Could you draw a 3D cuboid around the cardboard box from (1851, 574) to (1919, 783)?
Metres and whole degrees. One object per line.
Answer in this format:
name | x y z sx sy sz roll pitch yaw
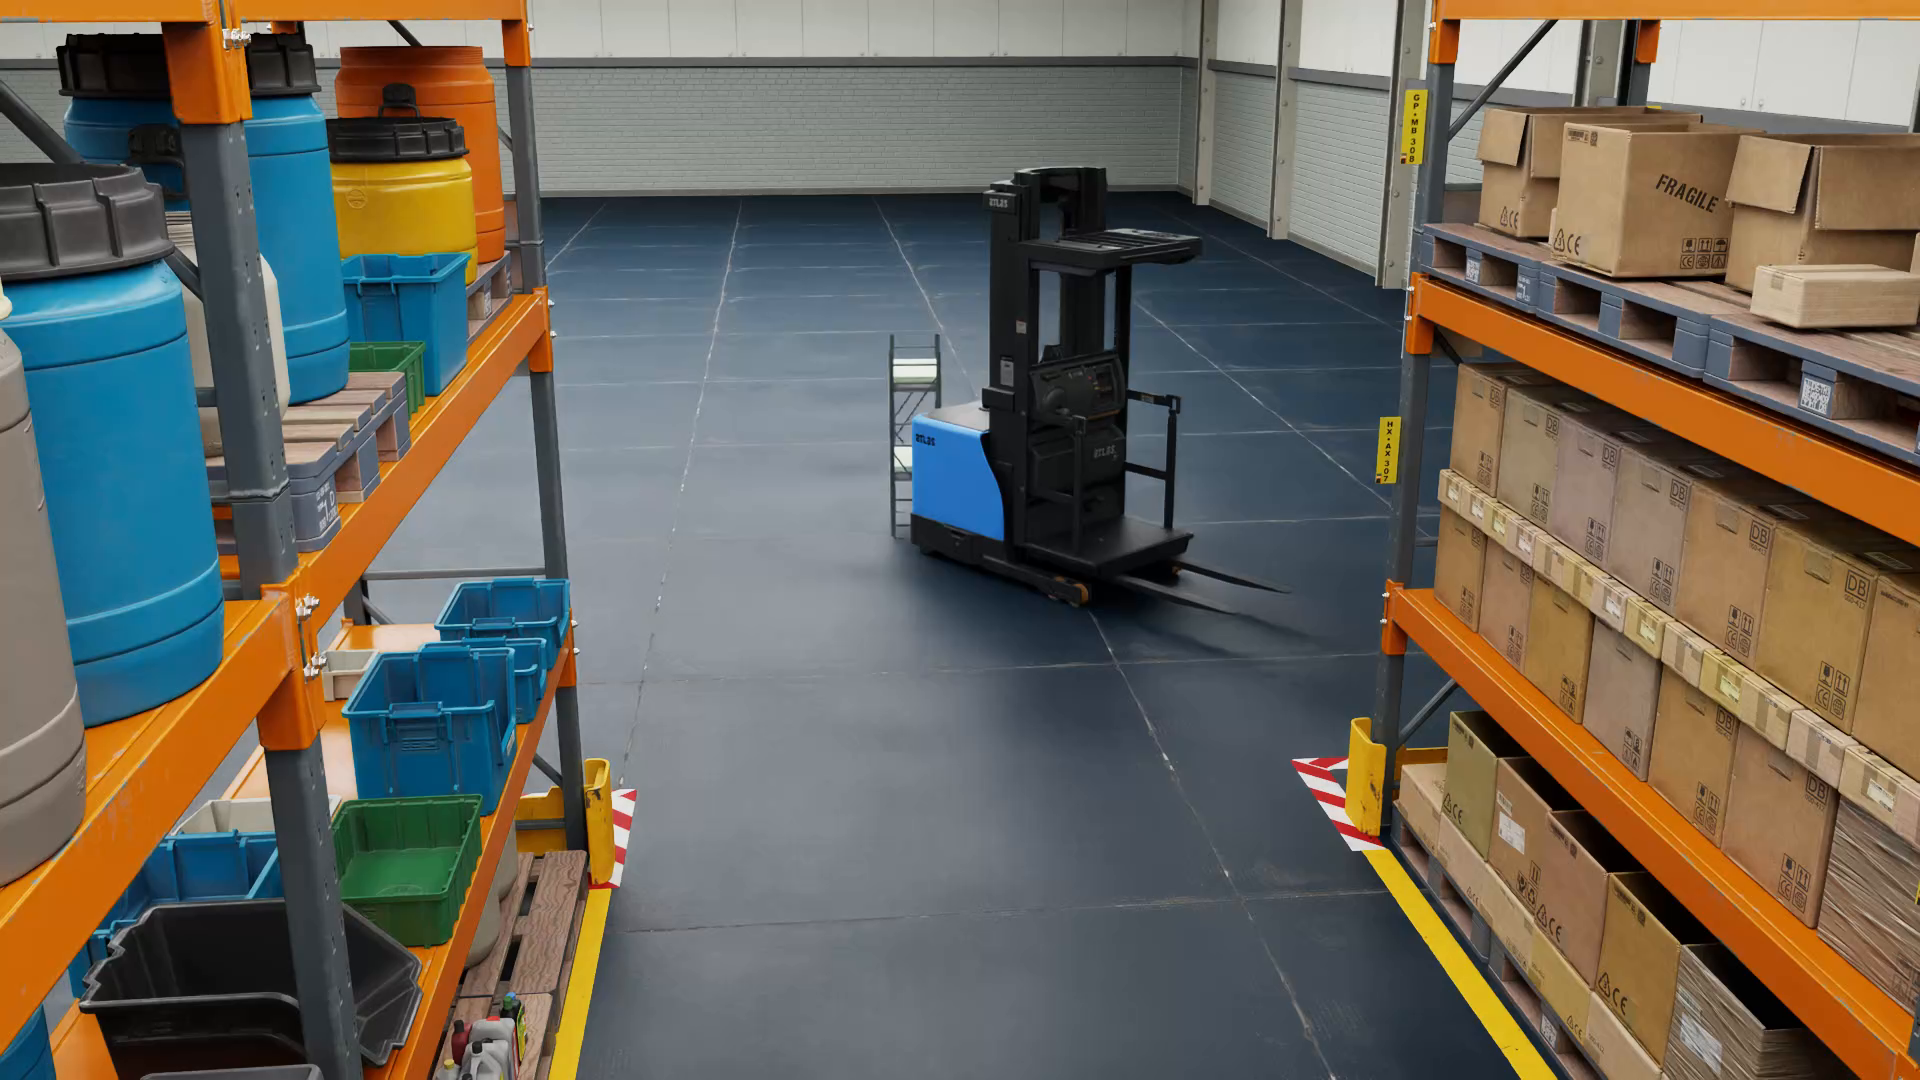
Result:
cardboard box | 2.963 0.399 4.564 0.700 0.500 0.500 -2 18 -5

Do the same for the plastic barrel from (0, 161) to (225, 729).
plastic barrel | -1.644 -0.176 2.884 0.600 0.901 0.708 -2 18 -6

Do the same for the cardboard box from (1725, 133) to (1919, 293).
cardboard box | 2.971 -1.044 5.380 0.797 0.503 0.637 0 17 0

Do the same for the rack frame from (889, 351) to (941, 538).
rack frame | -0.347 -0.735 13.013 0.400 1.500 0.023 -1 17 -2

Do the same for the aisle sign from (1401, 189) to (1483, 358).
aisle sign | 2.291 -1.244 7.792 0.394 0.787 0.004 -2 18 -6

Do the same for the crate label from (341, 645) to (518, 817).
crate label | -1.866 0.681 5.940 0.502 0.435 0.616 -2 18 -6

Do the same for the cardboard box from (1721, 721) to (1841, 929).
cardboard box | 2.902 0.861 5.259 0.700 0.500 0.500 -2 18 -6

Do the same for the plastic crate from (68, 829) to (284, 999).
plastic crate | -2.297 1.100 4.915 0.499 0.251 0.616 -2 18 -6

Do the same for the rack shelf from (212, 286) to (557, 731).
rack shelf | -2.119 -0.334 5.426 1.077 0.370 4.000 -2 18 -6

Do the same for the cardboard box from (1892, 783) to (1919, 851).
cardboard box | 2.774 0.766 4.478 0.380 0.149 0.250 -2 18 -6

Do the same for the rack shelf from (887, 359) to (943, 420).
rack shelf | -0.358 -1.217 13.245 0.431 0.370 0.720 -1 17 -2

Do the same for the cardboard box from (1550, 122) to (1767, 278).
cardboard box | 2.502 -1.236 5.998 0.500 0.500 0.500 -2 18 -6

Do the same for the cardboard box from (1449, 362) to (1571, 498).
cardboard box | 2.643 -0.505 7.445 0.700 0.500 0.500 -2 18 -5

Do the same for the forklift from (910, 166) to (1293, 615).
forklift | 0.994 -1.101 11.789 1.130 2.935 3.031 -16 23 -41

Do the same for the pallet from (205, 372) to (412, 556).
pallet | -2.084 -0.203 4.123 1.213 0.211 1.003 -2 18 -6

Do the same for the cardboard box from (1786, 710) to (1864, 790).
cardboard box | 2.721 0.615 4.961 0.380 0.149 0.250 -2 18 -7

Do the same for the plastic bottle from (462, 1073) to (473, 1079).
plastic bottle | -1.646 1.968 5.590 0.144 0.351 0.185 -2 18 -6

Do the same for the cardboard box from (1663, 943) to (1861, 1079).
cardboard box | 2.710 1.671 5.484 0.500 0.500 0.500 -2 18 -6

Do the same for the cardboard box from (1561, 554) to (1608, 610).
cardboard box | 2.564 0.156 6.421 0.380 0.149 0.250 -2 18 -6

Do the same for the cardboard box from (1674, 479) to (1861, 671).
cardboard box | 2.859 0.100 5.519 0.700 0.500 0.500 -2 18 -6

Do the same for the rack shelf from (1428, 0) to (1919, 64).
rack shelf | 2.809 -1.726 5.520 1.077 0.370 4.000 -2 18 -6

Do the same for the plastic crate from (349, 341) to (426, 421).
plastic crate | -1.804 -0.459 4.976 0.336 0.188 0.450 -2 18 -6

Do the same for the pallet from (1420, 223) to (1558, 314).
pallet | 2.650 -1.171 7.039 1.003 0.211 1.213 -2 18 -6

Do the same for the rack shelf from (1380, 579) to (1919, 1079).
rack shelf | 2.809 0.945 6.359 1.077 0.370 4.000 -2 18 -6

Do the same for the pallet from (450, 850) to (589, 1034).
pallet | -2.192 1.752 7.244 1.003 0.211 1.213 -2 18 -6

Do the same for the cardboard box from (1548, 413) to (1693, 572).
cardboard box | 2.756 -0.198 6.468 0.700 0.500 0.500 -2 18 -5

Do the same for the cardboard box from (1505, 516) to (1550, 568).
cardboard box | 2.507 0.001 6.917 0.380 0.149 0.250 -2 18 -6

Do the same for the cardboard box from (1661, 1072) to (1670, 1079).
cardboard box | 2.708 2.029 5.596 0.500 0.250 0.500 -2 18 -6

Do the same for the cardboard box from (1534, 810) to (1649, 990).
cardboard box | 2.589 1.374 6.431 0.500 0.500 0.500 -2 18 -6

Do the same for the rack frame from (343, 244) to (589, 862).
rack frame | -2.325 0.158 7.665 1.000 3.000 0.127 -2 18 -6

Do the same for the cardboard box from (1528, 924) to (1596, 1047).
cardboard box | 2.590 1.731 6.544 0.500 0.250 0.500 -2 18 -6

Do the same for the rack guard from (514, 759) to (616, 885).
rack guard | -2.270 1.372 7.972 1.175 0.500 0.348 -2 18 -6

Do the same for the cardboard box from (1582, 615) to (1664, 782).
cardboard box | 2.800 0.559 6.221 0.700 0.500 0.500 -1 17 -4

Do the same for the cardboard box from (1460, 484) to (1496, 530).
cardboard box | 2.459 -0.149 7.393 0.380 0.149 0.250 -2 18 -7

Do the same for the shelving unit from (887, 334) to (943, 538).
shelving unit | -0.358 -0.844 13.362 0.431 1.500 0.755 -1 17 -2

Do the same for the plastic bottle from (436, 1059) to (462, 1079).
plastic bottle | -1.808 1.944 5.915 0.097 0.201 0.097 0 17 0

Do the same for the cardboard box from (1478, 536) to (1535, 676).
cardboard box | 2.697 0.254 7.192 0.700 0.500 0.500 -1 17 -4

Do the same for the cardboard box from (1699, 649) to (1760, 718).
cardboard box | 2.671 0.463 5.444 0.380 0.149 0.250 -2 18 -6

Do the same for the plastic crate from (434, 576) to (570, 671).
plastic crate | -1.976 0.369 7.242 0.499 0.251 0.616 -2 18 -6

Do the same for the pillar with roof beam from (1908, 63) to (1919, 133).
pillar with roof beam | 3.561 -4.483 12.433 9.100 9.000 0.400 -2 18 -6

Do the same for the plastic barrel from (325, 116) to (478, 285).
plastic barrel | -2.081 -1.227 6.055 0.600 0.588 0.600 0 17 0

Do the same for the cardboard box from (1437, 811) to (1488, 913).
cardboard box | 2.492 1.433 7.493 0.500 0.250 0.500 -2 18 -6

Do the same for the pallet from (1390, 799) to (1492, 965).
pallet | 2.723 1.563 7.845 1.003 0.211 1.213 -2 18 -6

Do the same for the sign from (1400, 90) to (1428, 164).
sign | 2.050 -1.864 7.508 0.100 0.325 0.005 -2 18 -6

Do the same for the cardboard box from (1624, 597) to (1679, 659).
cardboard box | 2.614 0.309 5.935 0.380 0.149 0.250 -1 17 -4

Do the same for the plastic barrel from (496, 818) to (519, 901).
plastic barrel | -2.181 1.339 7.358 0.421 0.512 0.421 0 17 0

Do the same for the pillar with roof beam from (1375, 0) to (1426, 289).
pillar with roof beam | 2.323 -8.058 23.821 9.100 9.000 0.400 -2 18 -6

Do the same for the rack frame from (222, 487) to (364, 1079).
rack frame | -1.912 1.350 3.869 1.000 3.000 0.127 -2 18 -6

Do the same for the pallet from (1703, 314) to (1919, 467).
pallet | 2.901 -0.444 4.724 1.003 0.211 1.213 -2 18 -6

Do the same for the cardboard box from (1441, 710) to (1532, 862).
cardboard box | 2.490 1.076 7.381 0.500 0.500 0.500 -2 18 -6

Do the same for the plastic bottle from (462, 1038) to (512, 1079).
plastic bottle | -1.686 1.899 5.934 0.152 0.276 0.135 -2 18 -7

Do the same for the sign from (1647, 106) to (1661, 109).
sign | 3.144 -1.822 7.619 0.100 0.325 0.005 -2 18 -6

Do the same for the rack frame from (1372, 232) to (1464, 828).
rack frame | 2.602 0.006 8.149 1.000 3.000 0.127 -2 18 -6

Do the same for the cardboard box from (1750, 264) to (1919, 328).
cardboard box | 2.619 -0.731 4.975 0.380 0.149 0.250 -2 18 -6

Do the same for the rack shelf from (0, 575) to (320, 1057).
rack shelf | -1.706 0.858 1.630 1.077 0.370 4.000 -2 18 -6

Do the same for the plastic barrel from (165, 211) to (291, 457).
plastic barrel | -1.761 -0.469 3.768 0.421 0.512 0.421 0 17 0

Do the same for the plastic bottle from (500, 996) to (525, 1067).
plastic bottle | -1.669 1.812 6.197 0.061 0.283 0.133 -1 17 -4

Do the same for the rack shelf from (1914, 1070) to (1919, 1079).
rack shelf | 3.221 2.137 2.563 1.077 0.370 4.000 -2 18 -6

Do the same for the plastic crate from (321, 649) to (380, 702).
plastic crate | -2.553 0.561 6.824 0.298 0.136 0.250 -2 18 -6
